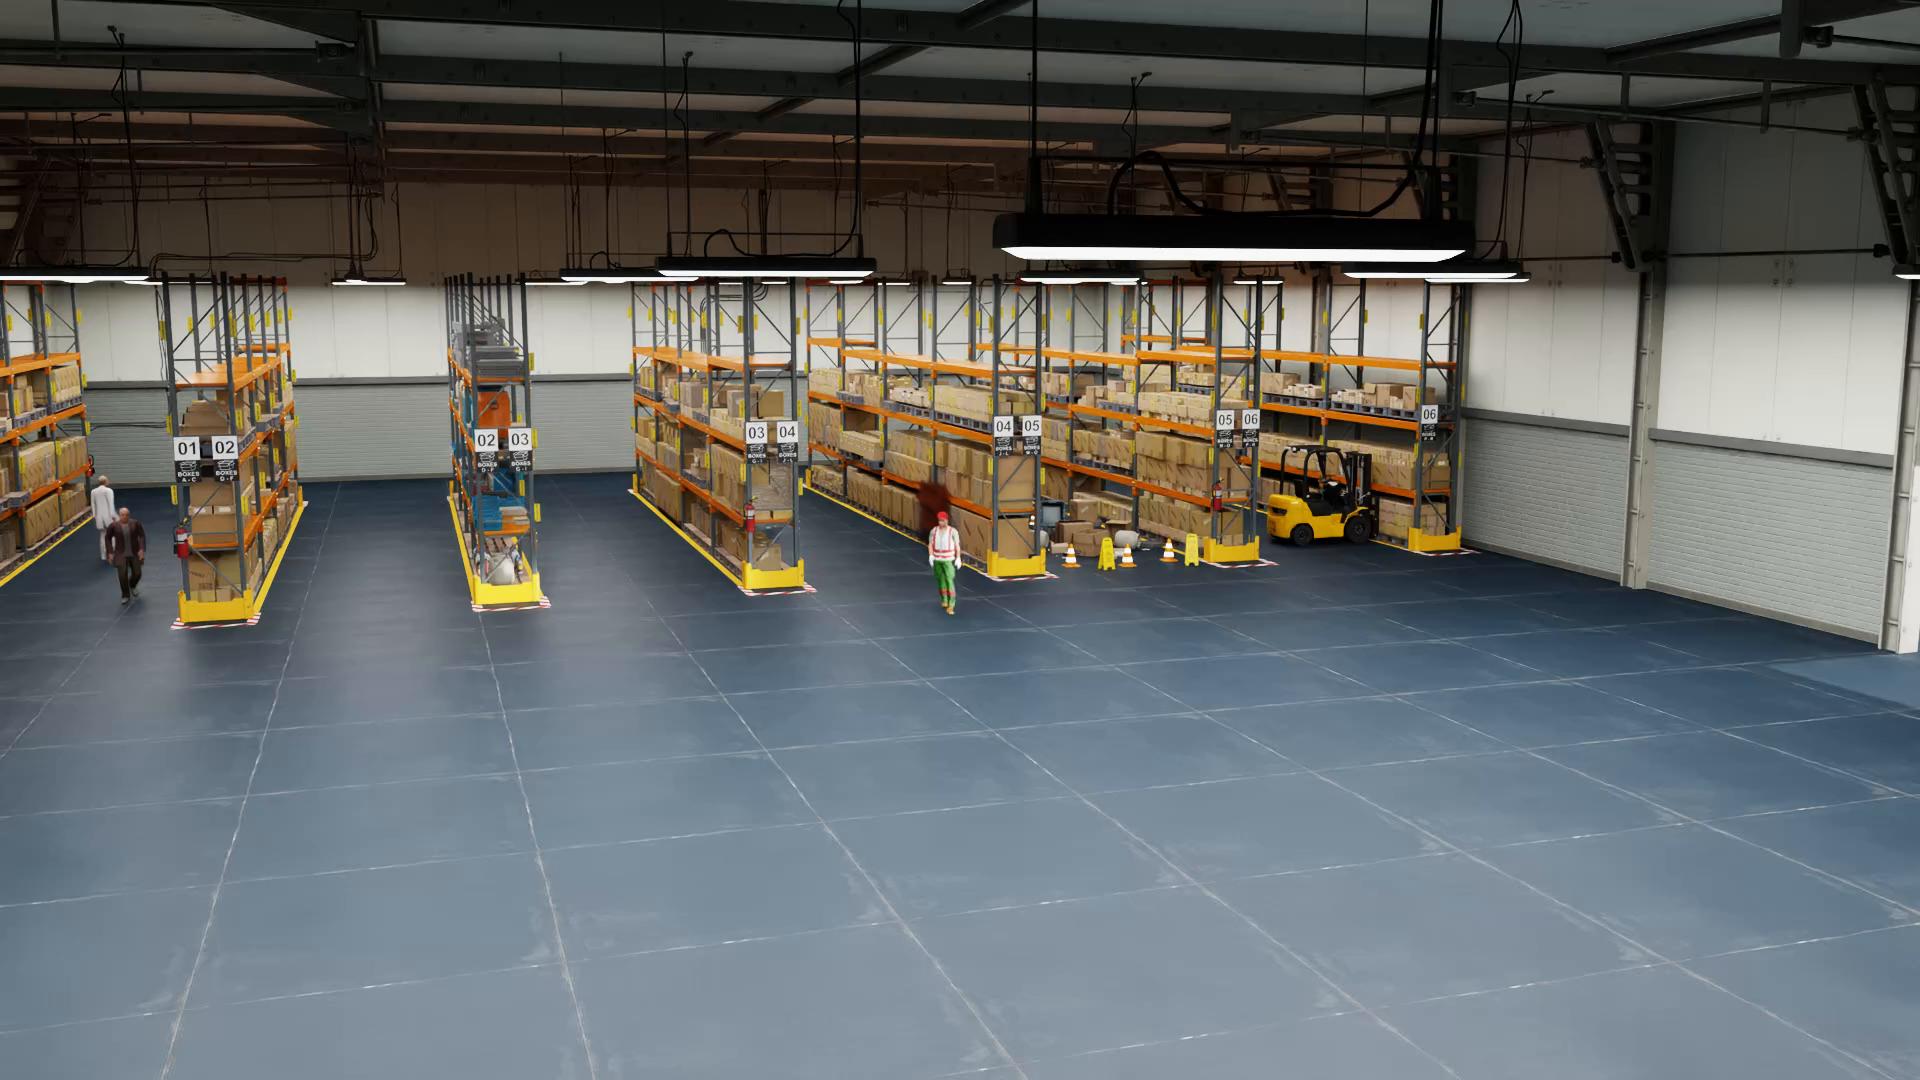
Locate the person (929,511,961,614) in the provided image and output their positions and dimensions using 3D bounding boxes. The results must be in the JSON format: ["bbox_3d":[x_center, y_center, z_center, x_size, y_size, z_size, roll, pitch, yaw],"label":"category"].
[{"bbox_3d":[-0.283,0.375,29.699,0.631,1.758,0.808,4,9,23],"label":"person"}]

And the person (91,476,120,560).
[{"bbox_3d":[-18.127,-0.478,35.267,0.602,1.763,0.516,0,9,0],"label":"person"}]

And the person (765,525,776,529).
[{"bbox_3d":[-4.584,-1.048,39.733,0.441,1.598,0.423,3,9,20],"label":"person"}]

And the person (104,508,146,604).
[{"bbox_3d":[-15.346,0.262,30.594,0.669,1.762,0.754,-5,10,-32],"label":"person"}]
